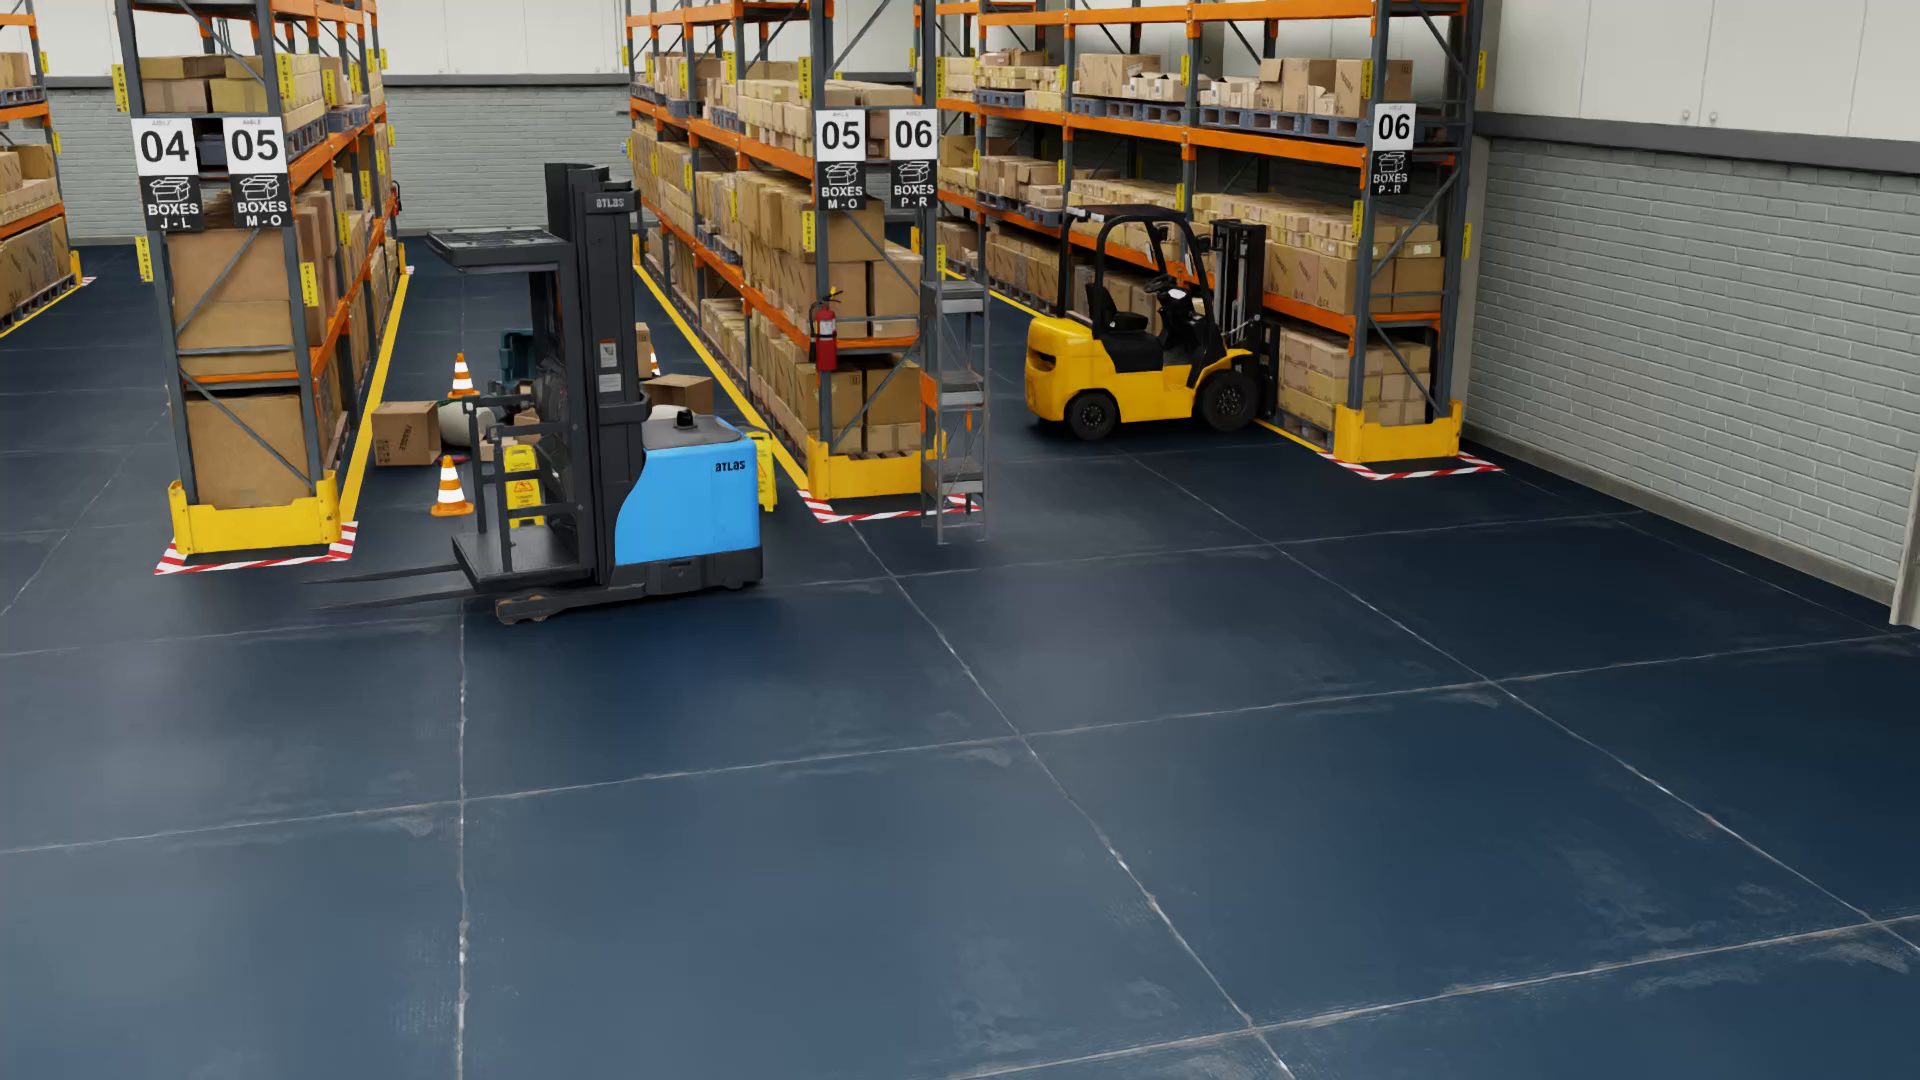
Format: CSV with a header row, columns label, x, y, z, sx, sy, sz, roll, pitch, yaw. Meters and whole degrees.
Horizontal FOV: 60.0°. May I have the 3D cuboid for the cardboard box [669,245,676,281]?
label,x,y,z,sx,sy,sz,roll,pitch,yaw
cardboard box,-4.058,-4.319,25.840,0.875,0.438,0.875,-5,17,-16

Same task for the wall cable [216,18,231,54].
label,x,y,z,sx,sy,sz,roll,pitch,yaw
wall cable,-12.857,-11.736,30.788,2.277,5.999,0.120,-5,17,-15

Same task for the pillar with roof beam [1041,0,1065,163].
label,x,y,z,sx,sy,sz,roll,pitch,yaw
pillar with roof beam,-2.681,-8.353,25.117,9.100,9.000,0.400,-5,17,-15

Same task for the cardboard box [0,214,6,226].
label,x,y,z,sx,sy,sz,roll,pitch,yaw
cardboard box,-13.279,-4.367,22.713,0.380,0.149,0.250,-5,17,-15

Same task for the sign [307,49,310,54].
label,x,y,z,sx,sy,sz,roll,pitch,yaw
sign,-10.342,-7.662,26.512,0.100,0.325,0.005,-5,17,-15

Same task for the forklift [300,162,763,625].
label,x,y,z,sx,sy,sz,roll,pitch,yaw
forklift,-2.960,-1.012,11.225,3.031,2.935,1.130,-8,18,-24

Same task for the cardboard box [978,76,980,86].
label,x,y,z,sx,sy,sz,roll,pitch,yaw
cardboard box,0.482,-7.007,25.385,0.380,0.149,0.250,-4,17,-14

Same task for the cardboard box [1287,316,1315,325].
label,x,y,z,sx,sy,sz,roll,pitch,yaw
cardboard box,3.728,-2.167,17.265,0.500,0.250,0.500,-5,17,-16

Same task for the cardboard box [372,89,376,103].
label,x,y,z,sx,sy,sz,roll,pitch,yaw
cardboard box,-8.741,-6.395,24.074,0.500,0.250,0.500,-5,17,-16

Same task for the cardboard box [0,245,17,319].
label,x,y,z,sx,sy,sz,roll,pitch,yaw
cardboard box,-13.322,-3.387,21.978,1.225,0.875,0.875,-5,17,-15

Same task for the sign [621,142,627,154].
label,x,y,z,sx,sy,sz,roll,pitch,yaw
sign,-6.723,-7.970,33.800,0.327,0.218,0.001,-5,17,-15

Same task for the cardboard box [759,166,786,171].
label,x,y,z,sx,sy,sz,roll,pitch,yaw
cardboard box,-2.169,-4.328,19.599,0.380,0.149,0.250,-6,18,-18

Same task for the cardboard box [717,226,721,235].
label,x,y,z,sx,sy,sz,roll,pitch,yaw
cardboard box,-2.706,-3.734,19.876,0.380,0.149,0.250,-4,17,-12

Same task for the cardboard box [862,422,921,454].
label,x,y,z,sx,sy,sz,roll,pitch,yaw
cardboard box,-0.647,-0.973,15.026,0.500,0.250,0.500,-5,17,-16

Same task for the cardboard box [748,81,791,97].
label,x,y,z,sx,sy,sz,roll,pitch,yaw
cardboard box,-1.854,-4.392,16.195,0.380,0.149,0.250,-5,18,-17

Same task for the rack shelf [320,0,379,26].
label,x,y,z,sx,sy,sz,roll,pitch,yaw
rack shelf,-9.270,-7.824,24.612,1.077,0.370,4.000,-5,17,-15

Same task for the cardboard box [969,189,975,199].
label,x,y,z,sx,sy,sz,roll,pitch,yaw
cardboard box,0.360,-5.574,26.732,0.380,0.149,0.250,-4,17,-14

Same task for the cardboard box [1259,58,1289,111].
label,x,y,z,sx,sy,sz,roll,pitch,yaw
cardboard box,3.415,-4.531,16.525,0.797,0.503,0.637,-4,17,-13

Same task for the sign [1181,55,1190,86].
label,x,y,z,sx,sy,sz,roll,pitch,yaw
sign,2.462,-5.133,18.165,0.100,0.325,0.005,-5,17,-15

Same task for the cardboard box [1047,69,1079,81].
label,x,y,z,sx,sy,sz,roll,pitch,yaw
cardboard box,1.411,-6.370,22.782,0.380,0.149,0.250,-5,18,-17

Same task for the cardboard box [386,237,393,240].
label,x,y,z,sx,sy,sz,roll,pitch,yaw
cardboard box,-9.431,-4.844,27.056,0.380,0.149,0.250,-4,17,-15

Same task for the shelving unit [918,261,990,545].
label,x,y,z,sx,sy,sz,roll,pitch,yaw
shelving unit,-0.045,-1.051,12.802,0.431,2.100,0.503,-5,17,-15

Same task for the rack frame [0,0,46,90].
label,x,y,z,sx,sy,sz,roll,pitch,yaw
rack frame,-14.617,-8.359,25.137,1.000,3.000,0.127,-5,17,-15

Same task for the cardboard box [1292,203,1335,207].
label,x,y,z,sx,sy,sz,roll,pitch,yaw
cardboard box,3.680,-3.423,17.315,0.380,0.149,0.250,-5,17,-16

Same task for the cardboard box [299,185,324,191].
label,x,y,z,sx,sy,sz,roll,pitch,yaw
cardboard box,-6.807,-3.336,16.933,0.700,0.500,0.500,-5,17,-16

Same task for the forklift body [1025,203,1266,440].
label,x,y,z,sx,sy,sz,roll,pitch,yaw
forklift body,1.805,-2.211,16.573,2.313,2.155,1.214,-5,17,-15

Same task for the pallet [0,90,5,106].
label,x,y,z,sx,sy,sz,roll,pitch,yaw
pallet,-13.732,-6.000,22.654,1.003,0.211,1.213,-5,17,-15

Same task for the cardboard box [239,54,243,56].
label,x,y,z,sx,sy,sz,roll,pitch,yaw
cardboard box,-6.749,-4.350,15.153,0.380,0.149,0.250,-5,17,-15

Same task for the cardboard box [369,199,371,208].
label,x,y,z,sx,sy,sz,roll,pitch,yaw
cardboard box,-8.349,-4.658,22.952,0.380,0.149,0.250,-5,17,-15

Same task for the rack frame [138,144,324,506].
label,x,y,z,sx,sy,sz,roll,pitch,yaw
rack frame,-5.423,-1.424,12.479,1.000,3.000,0.127,-5,17,-15

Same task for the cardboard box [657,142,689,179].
label,x,y,z,sx,sy,sz,roll,pitch,yaw
cardboard box,-4.144,-5.545,24.286,0.500,0.500,0.500,-4,17,-15

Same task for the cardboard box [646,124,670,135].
label,x,y,z,sx,sy,sz,roll,pitch,yaw
cardboard box,-4.752,-6.486,26.290,0.380,0.149,0.250,-5,17,-15

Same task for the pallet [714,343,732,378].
label,x,y,z,sx,sy,sz,roll,pitch,yaw
pallet,-2.345,-2.168,19.802,1.003,0.211,1.213,-5,17,-15

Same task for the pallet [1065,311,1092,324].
label,x,y,z,sx,sy,sz,roll,pitch,yaw
pallet,2.071,-2.883,22.184,1.003,0.211,1.213,-5,17,-15

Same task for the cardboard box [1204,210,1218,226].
label,x,y,z,sx,sy,sz,roll,pitch,yaw
cardboard box,2.888,-3.521,18.160,0.380,0.149,0.250,-4,17,-14

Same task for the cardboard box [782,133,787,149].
label,x,y,z,sx,sy,sz,roll,pitch,yaw
cardboard box,-1.383,-3.593,14.921,0.380,0.149,0.250,-5,17,-17

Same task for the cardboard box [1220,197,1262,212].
label,x,y,z,sx,sy,sz,roll,pitch,yaw
cardboard box,3.021,-3.598,17.897,0.380,0.149,0.250,-5,17,-16

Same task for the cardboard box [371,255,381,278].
label,x,y,z,sx,sy,sz,roll,pitch,yaw
cardboard box,-7.985,-3.632,22.141,0.500,0.250,0.500,-6,18,-18

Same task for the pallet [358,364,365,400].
label,x,y,z,sx,sy,sz,roll,pitch,yaw
pallet,-7.145,-1.741,18.380,1.003,0.211,1.213,-5,17,-15

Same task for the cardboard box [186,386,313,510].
label,x,y,z,sx,sy,sz,roll,pitch,yaw
cardboard box,-5.673,-0.790,13.331,0.875,0.875,0.875,-5,17,-15

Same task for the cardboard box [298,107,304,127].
label,x,y,z,sx,sy,sz,roll,pitch,yaw
cardboard box,-5.487,-3.389,13.339,0.380,0.149,0.250,-5,17,-15

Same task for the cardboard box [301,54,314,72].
label,x,y,z,sx,sy,sz,roll,pitch,yaw
cardboard box,-5.909,-4.193,14.630,0.380,0.149,0.250,-4,17,-14

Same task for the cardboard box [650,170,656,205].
label,x,y,z,sx,sy,sz,roll,pitch,yaw
cardboard box,-4.509,-5.461,25.743,0.500,0.500,0.500,-5,17,-17

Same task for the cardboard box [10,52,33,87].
label,x,y,z,sx,sy,sz,roll,pitch,yaw
cardboard box,-14.422,-7.080,25.015,0.700,0.500,0.500,-6,18,-19

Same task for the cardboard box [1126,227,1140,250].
label,x,y,z,sx,sy,sz,roll,pitch,yaw
cardboard box,2.341,-3.669,20.212,0.500,0.250,0.500,-5,17,-15

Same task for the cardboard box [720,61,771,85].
label,x,y,z,sx,sy,sz,roll,pitch,yaw
cardboard box,-2.374,-5.186,18.450,0.500,0.250,0.500,-4,17,-14

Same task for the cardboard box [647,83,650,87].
label,x,y,z,sx,sy,sz,roll,pitch,yaw
cardboard box,-4.545,-6.952,25.202,0.380,0.149,0.250,-4,17,-14

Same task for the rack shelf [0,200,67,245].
label,x,y,z,sx,sy,sz,roll,pitch,yaw
rack shelf,-14.067,-4.588,24.262,1.077,0.370,4.000,-5,17,-15

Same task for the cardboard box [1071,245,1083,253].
label,x,y,z,sx,sy,sz,roll,pitch,yaw
cardboard box,1.742,-4.222,24.282,0.380,0.149,0.250,-5,17,-16

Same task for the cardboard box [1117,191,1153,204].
label,x,y,z,sx,sy,sz,roll,pitch,yaw
cardboard box,2.147,-4.197,20.409,0.380,0.149,0.250,-5,17,-17

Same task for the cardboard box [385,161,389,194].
label,x,y,z,sx,sy,sz,roll,pitch,yaw
cardboard box,-9.037,-5.515,25.408,0.500,0.500,0.500,-4,17,-12

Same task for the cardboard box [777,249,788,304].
label,x,y,z,sx,sy,sz,roll,pitch,yaw
cardboard box,-1.373,-2.440,15.169,0.500,0.500,0.500,-5,17,-16

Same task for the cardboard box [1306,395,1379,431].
label,x,y,z,sx,sy,sz,roll,pitch,yaw
cardboard box,3.648,-1.226,15.869,0.500,0.250,0.500,-5,17,-15

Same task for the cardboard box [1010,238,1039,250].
label,x,y,z,sx,sy,sz,roll,pitch,yaw
cardboard box,0.979,-4.463,25.084,0.380,0.149,0.250,-5,17,-15
